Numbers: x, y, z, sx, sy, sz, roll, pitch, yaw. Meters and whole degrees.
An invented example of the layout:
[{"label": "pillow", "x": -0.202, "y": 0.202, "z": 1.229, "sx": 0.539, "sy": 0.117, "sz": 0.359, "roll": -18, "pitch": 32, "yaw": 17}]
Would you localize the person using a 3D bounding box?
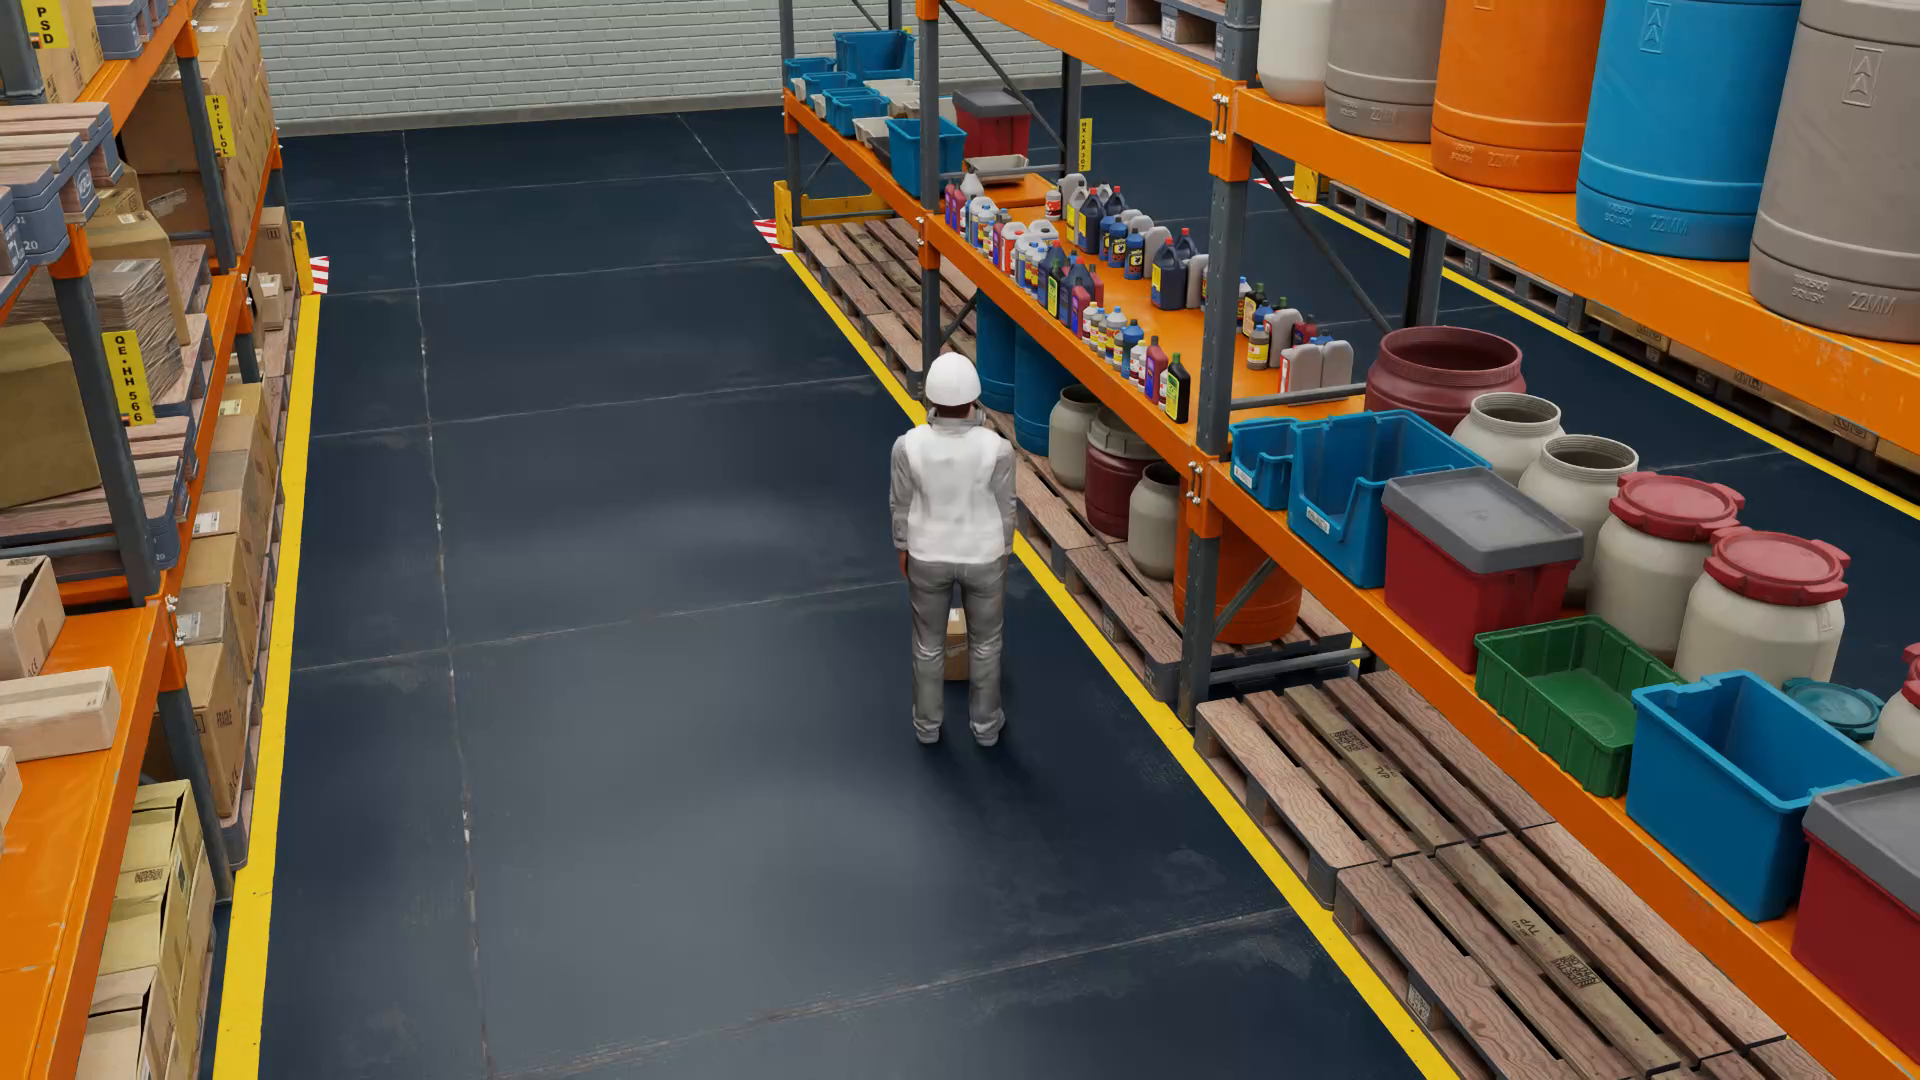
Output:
[{"label": "person", "x": -0.027, "y": 0.047, "z": 6.994, "sx": 0.530, "sy": 1.770, "sz": 0.358, "roll": 2, "pitch": 26, "yaw": 4}]
